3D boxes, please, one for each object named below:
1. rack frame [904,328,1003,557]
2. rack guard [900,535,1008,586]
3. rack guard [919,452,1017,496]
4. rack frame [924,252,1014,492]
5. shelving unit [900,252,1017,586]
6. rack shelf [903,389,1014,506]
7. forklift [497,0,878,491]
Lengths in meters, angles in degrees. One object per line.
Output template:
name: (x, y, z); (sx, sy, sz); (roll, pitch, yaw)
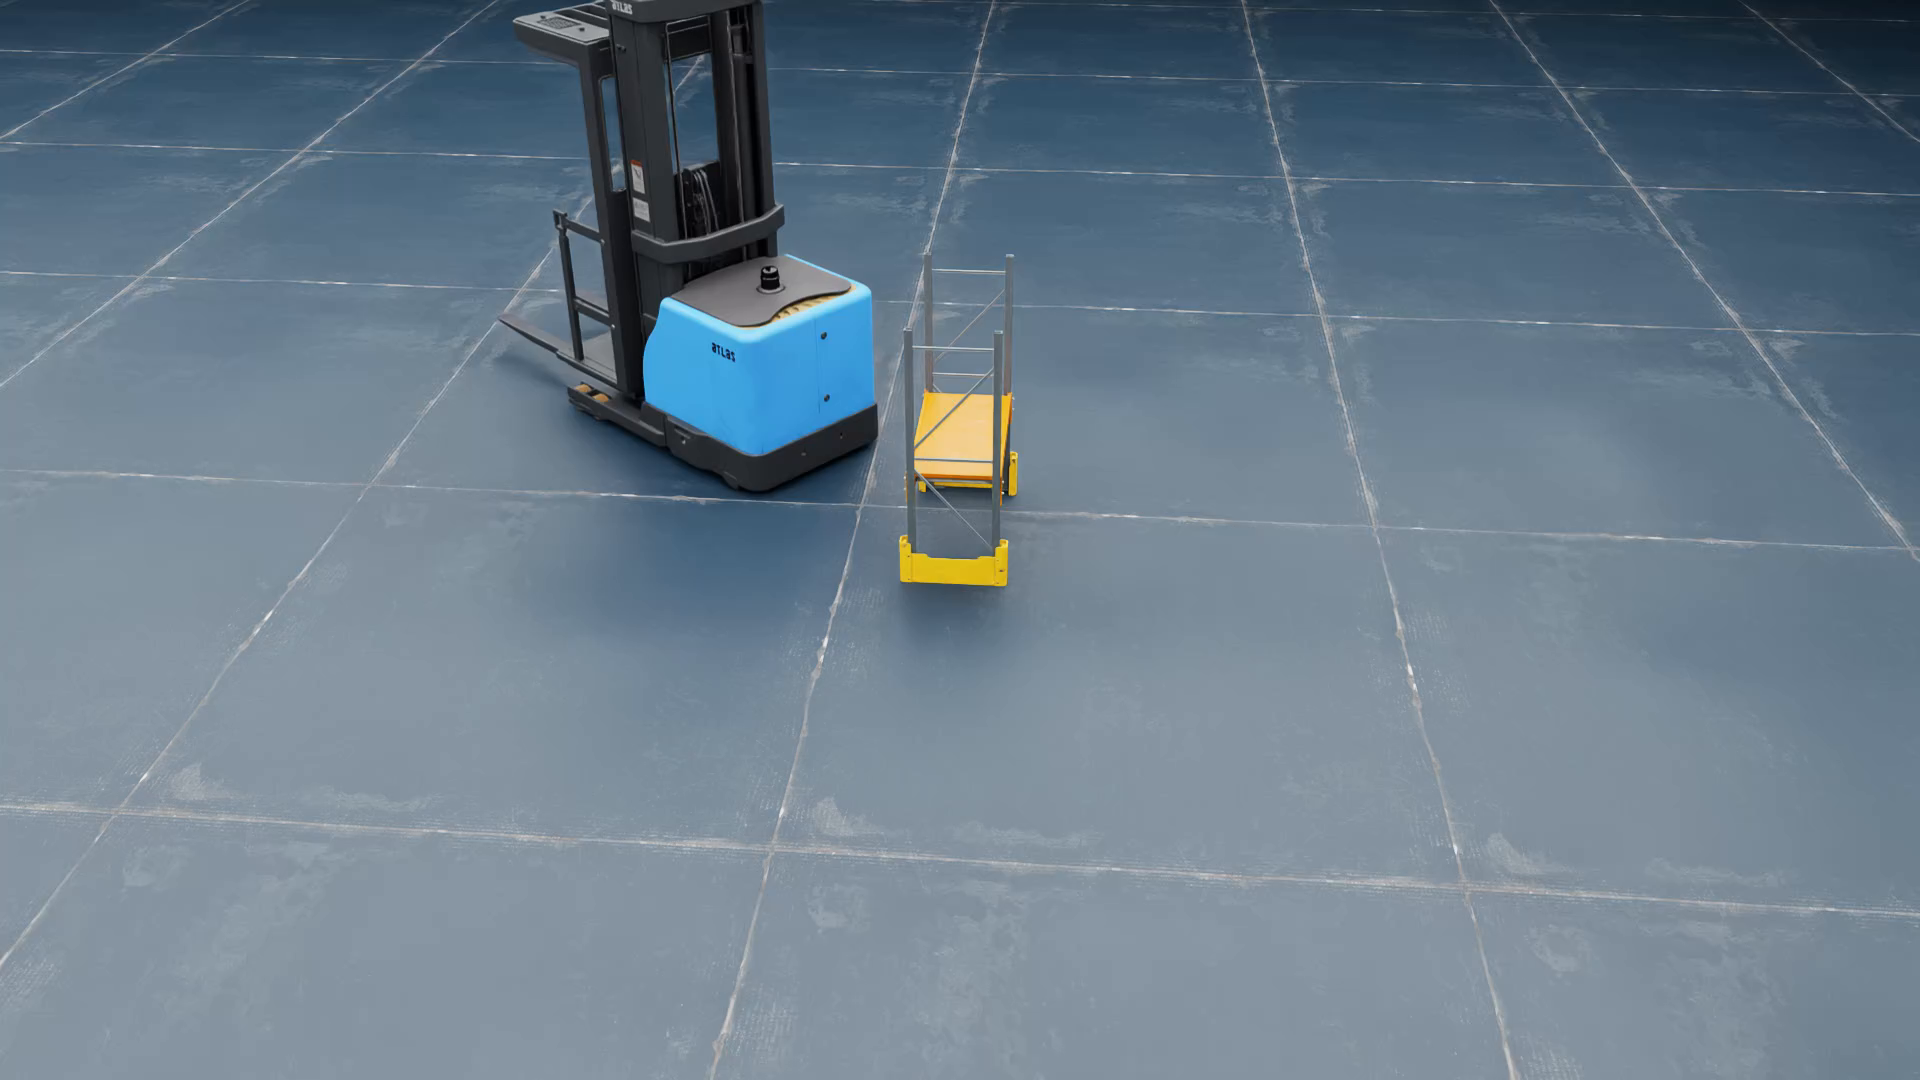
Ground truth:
rack frame: (-0.034, -0.417, 8.778); (0.500, 1.500, 0.032); (2, 32, 4)
rack guard: (-0.034, 0.114, 9.107); (0.587, 0.250, 0.087); (2, 32, 4)
rack guard: (0.047, -0.407, 9.952); (0.587, 0.250, 0.087); (2, 32, 4)
rack frame: (0.048, -0.949, 9.641); (0.500, 1.500, 0.032); (2, 32, 4)
shelving unit: (0.006, -0.678, 9.201); (0.587, 1.500, 1.083); (2, 32, 4)
rack shelf: (0.007, -0.530, 9.304); (0.538, 0.185, 1.000); (2, 32, 4)
forklift: (-1.925, -2.201, 10.309); (3.031, 2.935, 1.130); (27, 41, 36)
